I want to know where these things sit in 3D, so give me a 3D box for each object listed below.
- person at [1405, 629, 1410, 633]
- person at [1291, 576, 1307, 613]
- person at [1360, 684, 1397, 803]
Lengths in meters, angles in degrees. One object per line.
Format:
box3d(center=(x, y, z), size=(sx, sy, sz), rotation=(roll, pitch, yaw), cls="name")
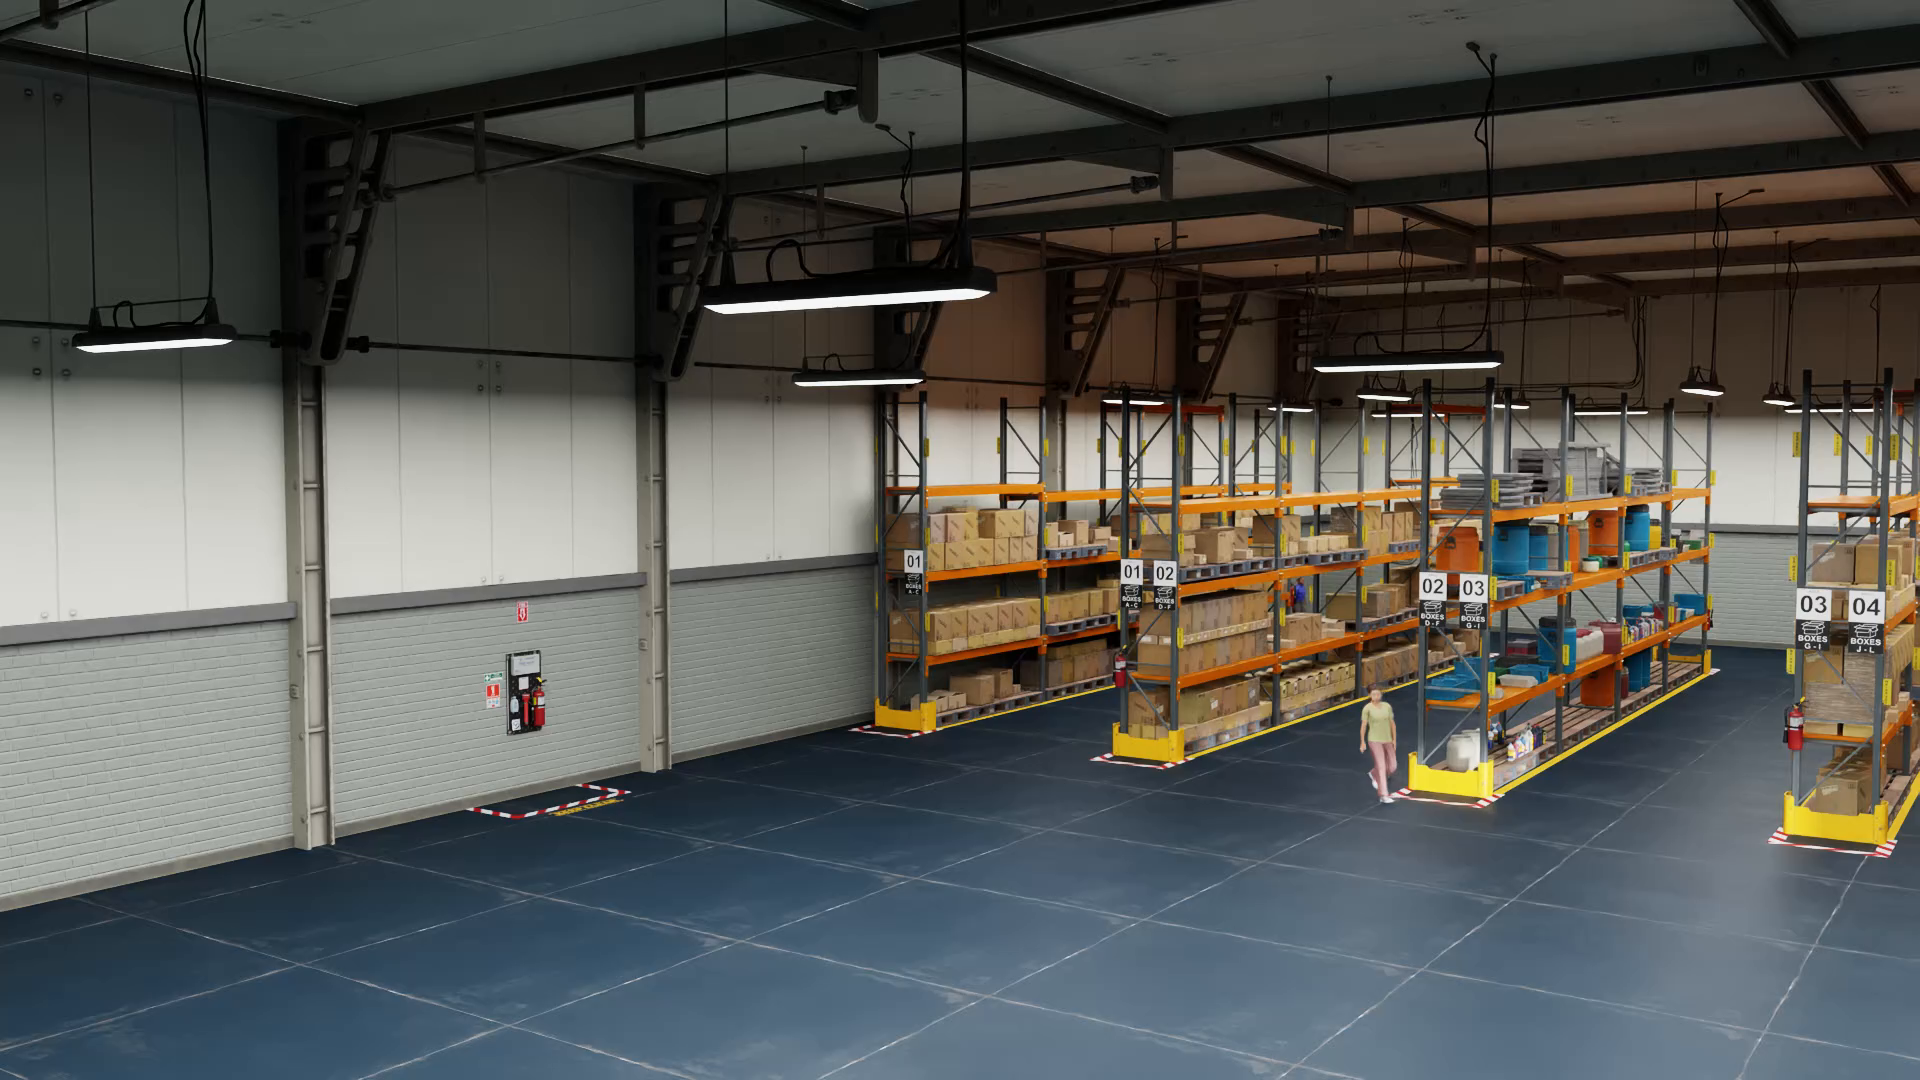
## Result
box3d(center=(12.155, 1.688, 44.097), size=(0.577, 1.715, 0.636), rotation=(-3, 4, -41), cls="person")
box3d(center=(8.861, 1.747, 43.640), size=(0.491, 1.654, 0.600), rotation=(-3, 4, -44), cls="person")
box3d(center=(5.967, 2.866, 23.631), size=(0.476, 1.634, 0.825), rotation=(-1, 3, -10), cls="person")
